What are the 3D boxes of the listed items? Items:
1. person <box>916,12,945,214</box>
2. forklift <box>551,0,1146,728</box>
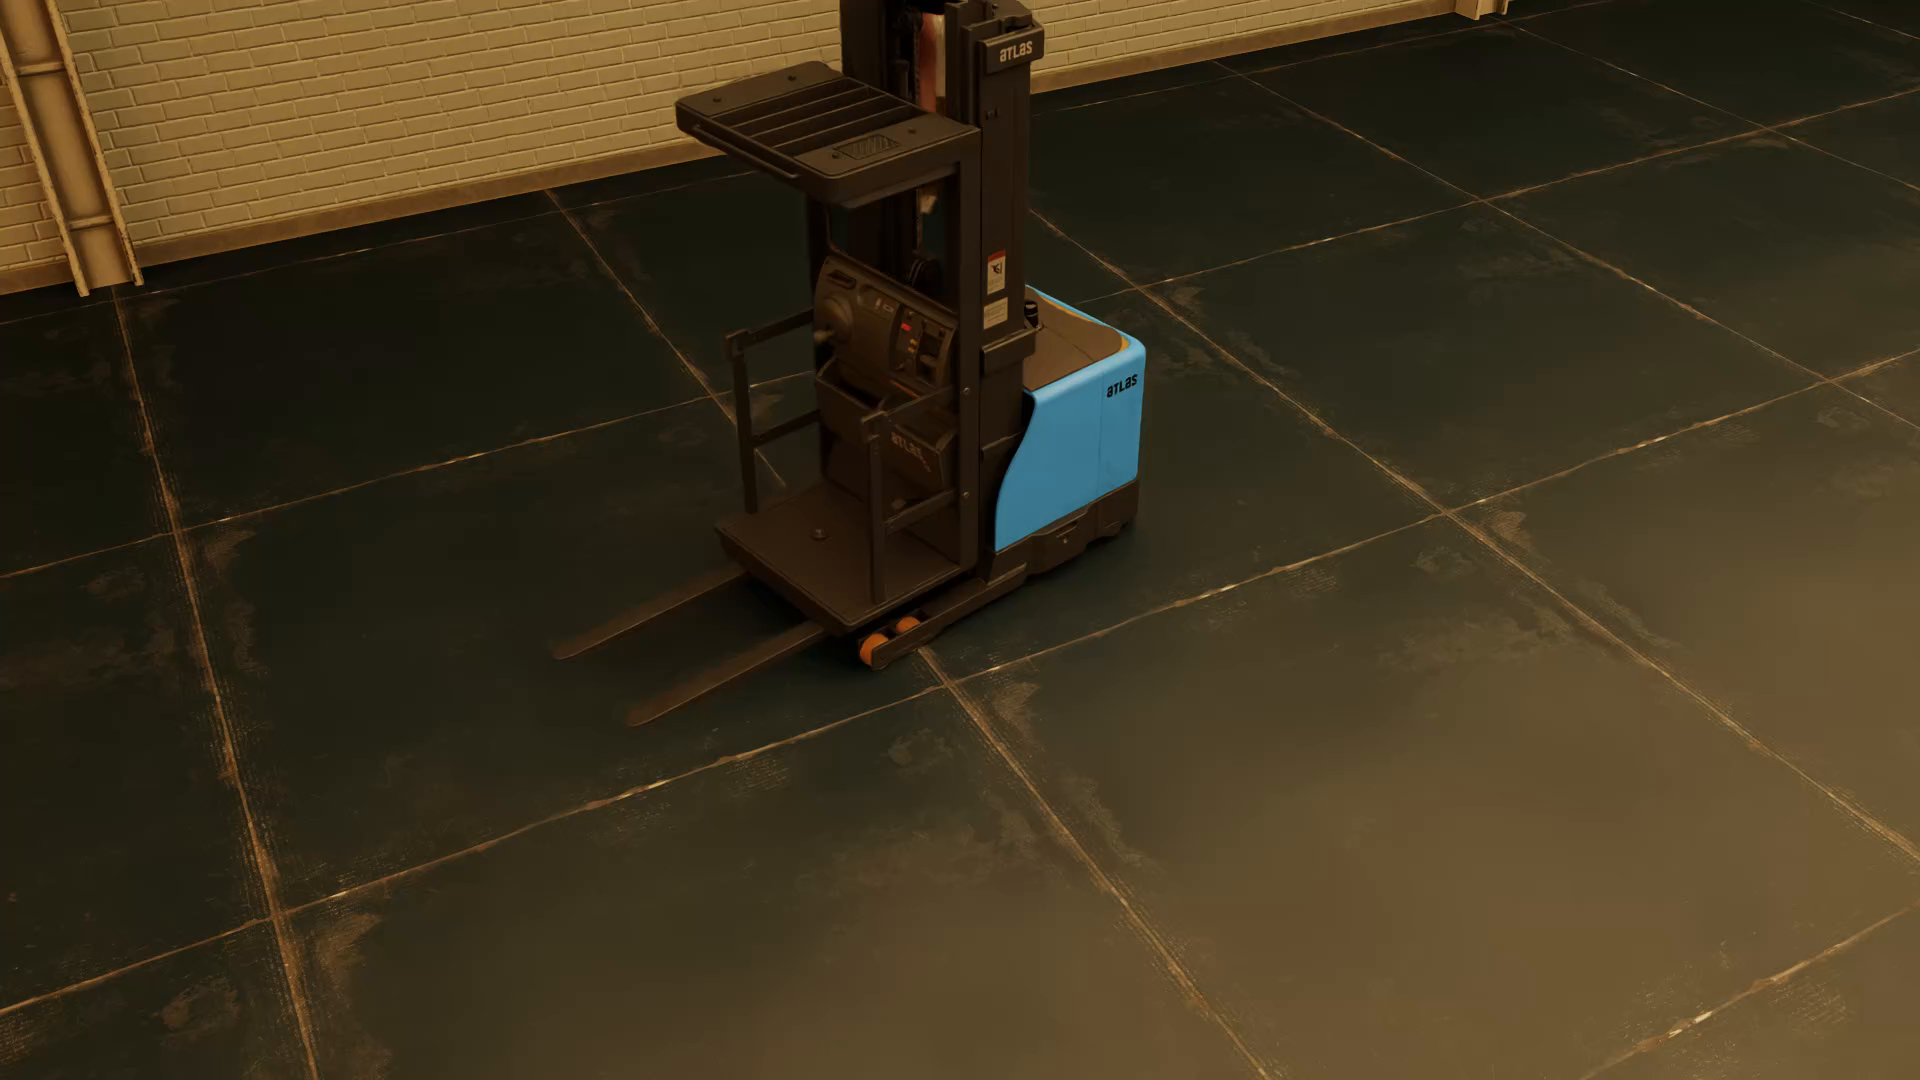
[{"bbox_3d":[-0.100,-3.120,11.557,0.809,1.756,0.464,-2,35,-3],"label":"person"},{"bbox_3d":[-0.506,-0.932,7.441,3.031,2.935,1.130,-27,43,-33],"label":"forklift"}]
